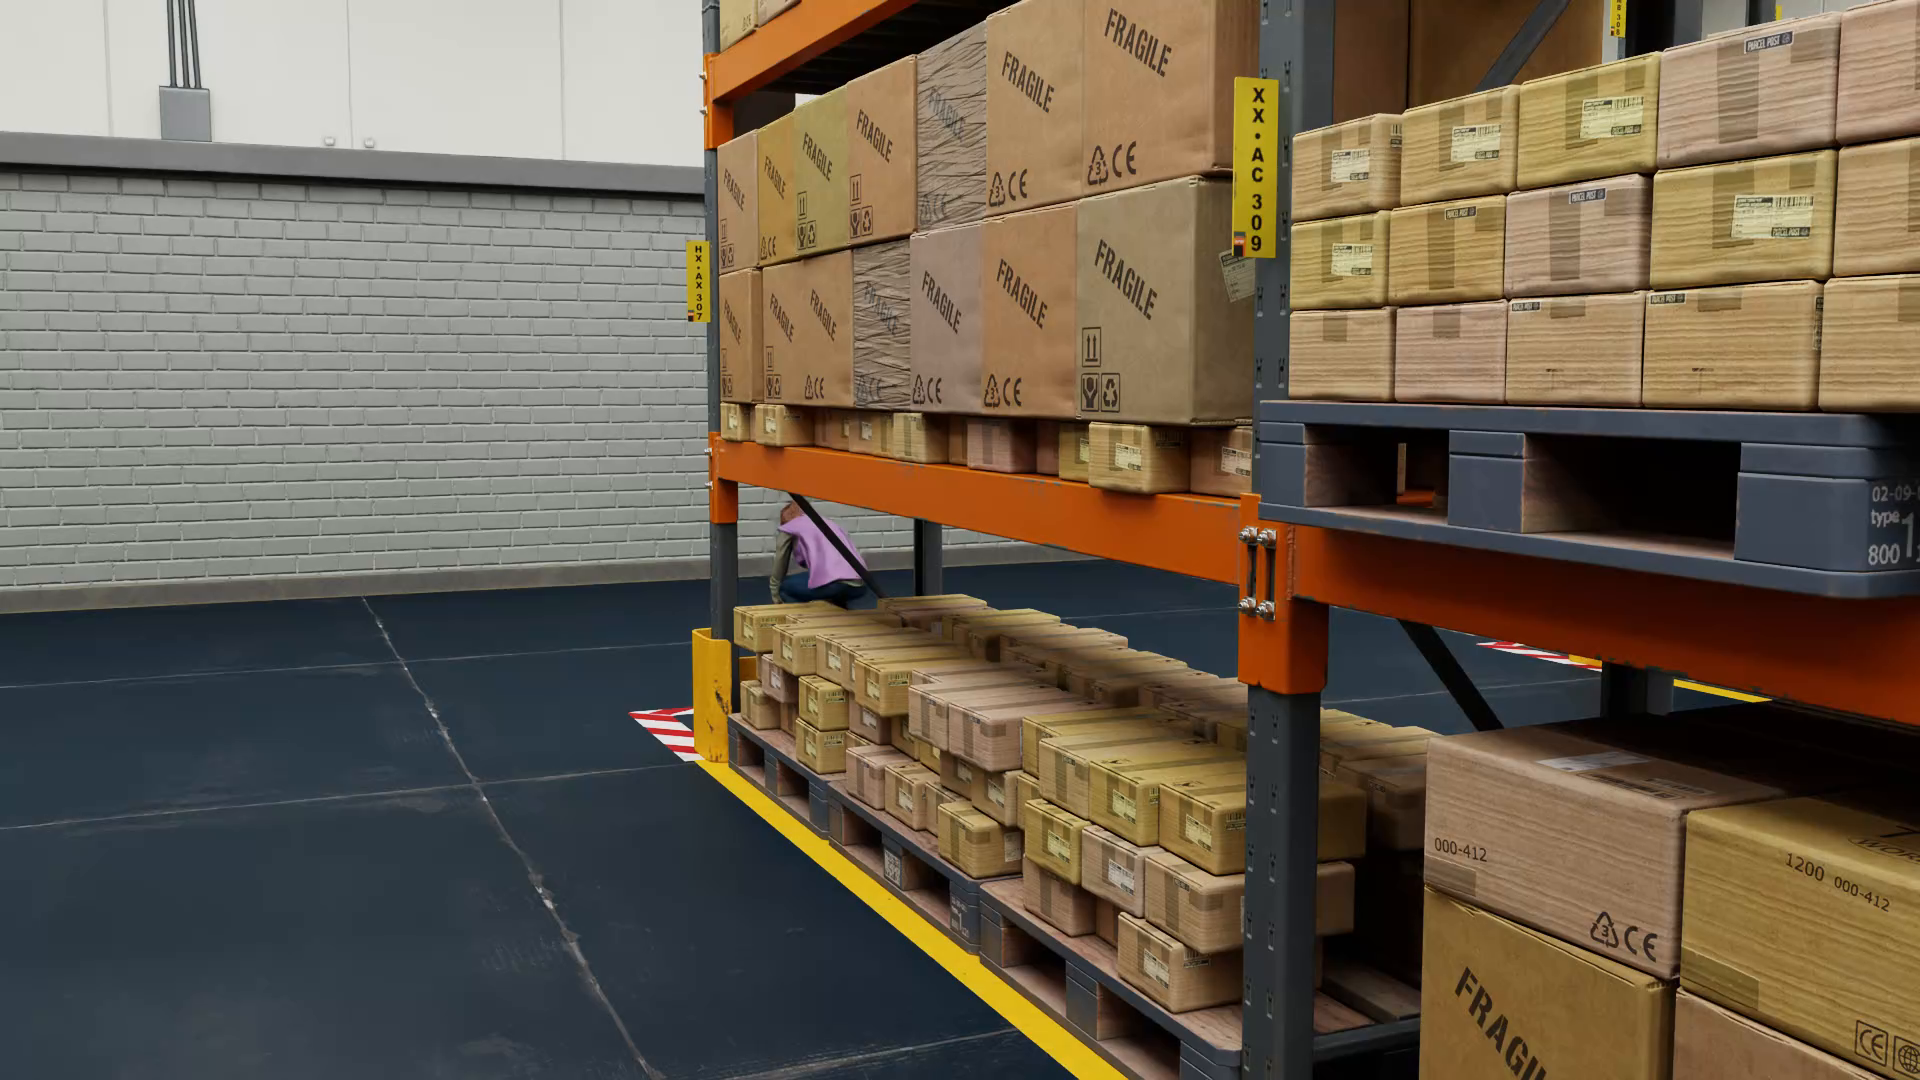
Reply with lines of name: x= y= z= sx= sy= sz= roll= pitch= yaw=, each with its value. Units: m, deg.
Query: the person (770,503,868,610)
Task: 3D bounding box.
person: x=-0.794 y=0.232 z=9.362 sx=0.439 sy=0.816 sz=0.802 roll=-2 pitch=6 yaw=-24
